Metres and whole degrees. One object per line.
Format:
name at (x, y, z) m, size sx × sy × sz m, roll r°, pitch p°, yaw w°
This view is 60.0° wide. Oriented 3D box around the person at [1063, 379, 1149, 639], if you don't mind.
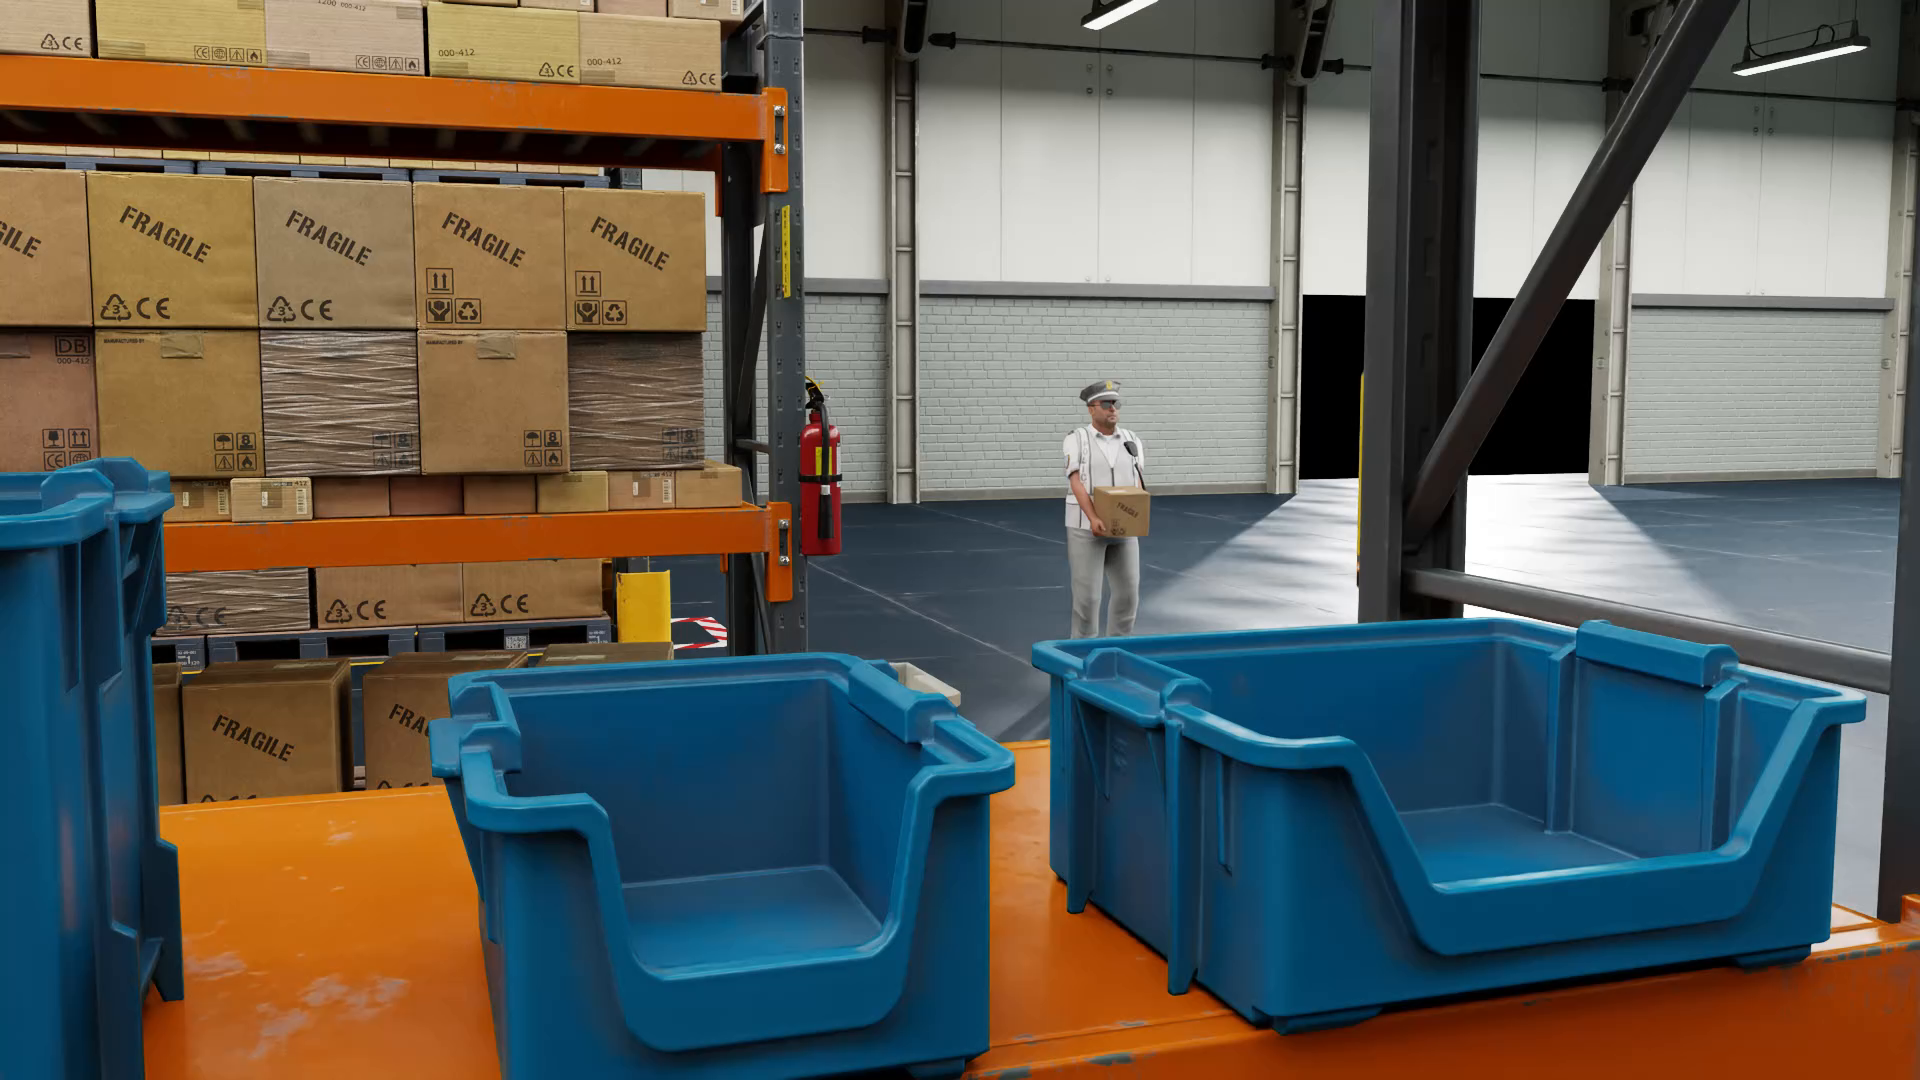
person at (0.879, -0.055, 9.749) m, size 0.494 × 1.766 × 0.565 m, roll -2°, pitch 6°, yaw -18°
